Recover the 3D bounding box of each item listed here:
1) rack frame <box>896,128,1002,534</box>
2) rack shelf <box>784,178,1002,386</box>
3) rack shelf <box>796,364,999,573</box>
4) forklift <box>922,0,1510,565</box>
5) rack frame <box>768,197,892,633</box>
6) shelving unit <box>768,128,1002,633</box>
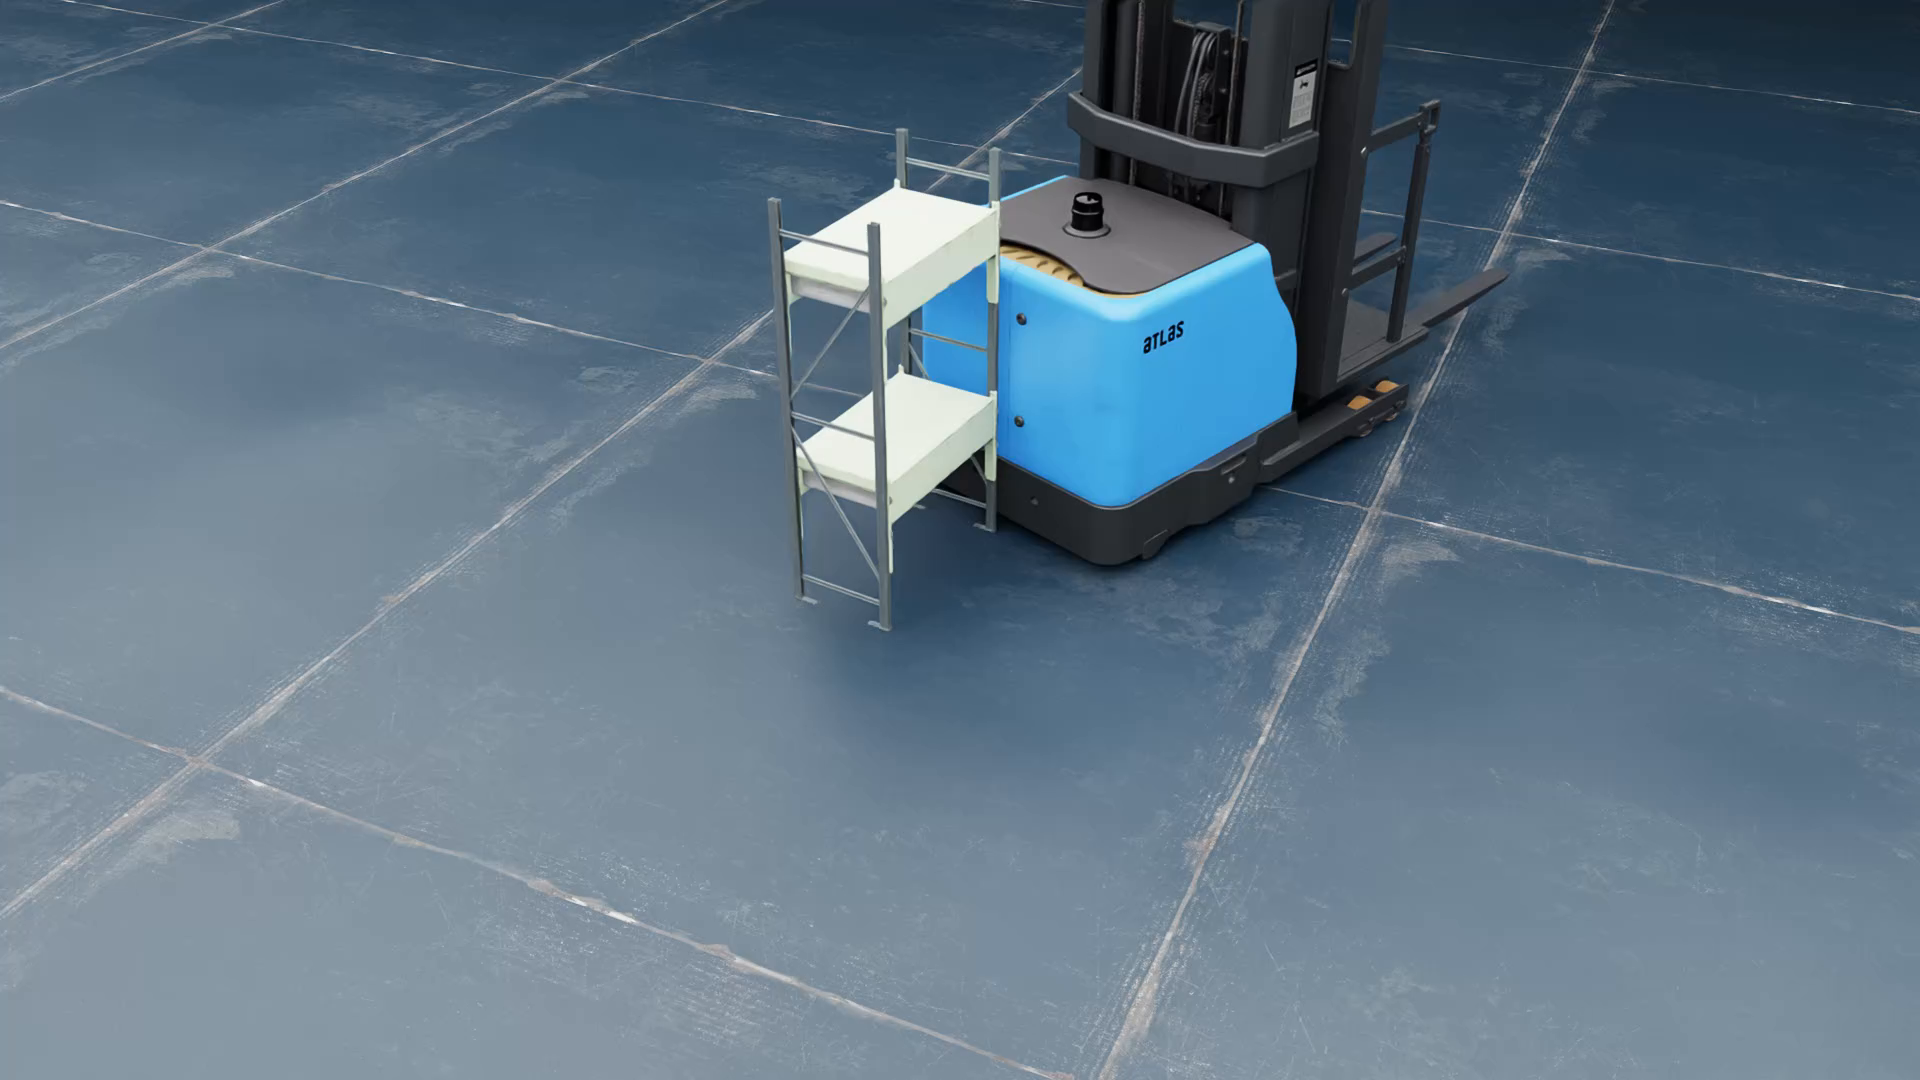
[{"bbox_3d":[-0.040,-0.712,5.969,0.400,1.500,0.023,18,37,25],"label":"rack frame"},{"bbox_3d":[-0.227,-0.866,5.492,0.431,0.370,0.720,18,37,25],"label":"rack shelf"},{"bbox_3d":[-0.227,-0.267,5.885,0.431,0.370,0.720,18,37,25],"label":"rack shelf"},{"bbox_3d":[1.248,-1.837,6.378,3.031,2.935,1.130,-28,43,-36],"label":"forklift"},{"bbox_3d":[-0.414,-0.368,5.443,0.400,1.500,0.023,18,37,25],"label":"rack frame"},{"bbox_3d":[-0.227,-0.540,5.706,0.431,1.500,0.755,18,37,25],"label":"shelving unit"}]
